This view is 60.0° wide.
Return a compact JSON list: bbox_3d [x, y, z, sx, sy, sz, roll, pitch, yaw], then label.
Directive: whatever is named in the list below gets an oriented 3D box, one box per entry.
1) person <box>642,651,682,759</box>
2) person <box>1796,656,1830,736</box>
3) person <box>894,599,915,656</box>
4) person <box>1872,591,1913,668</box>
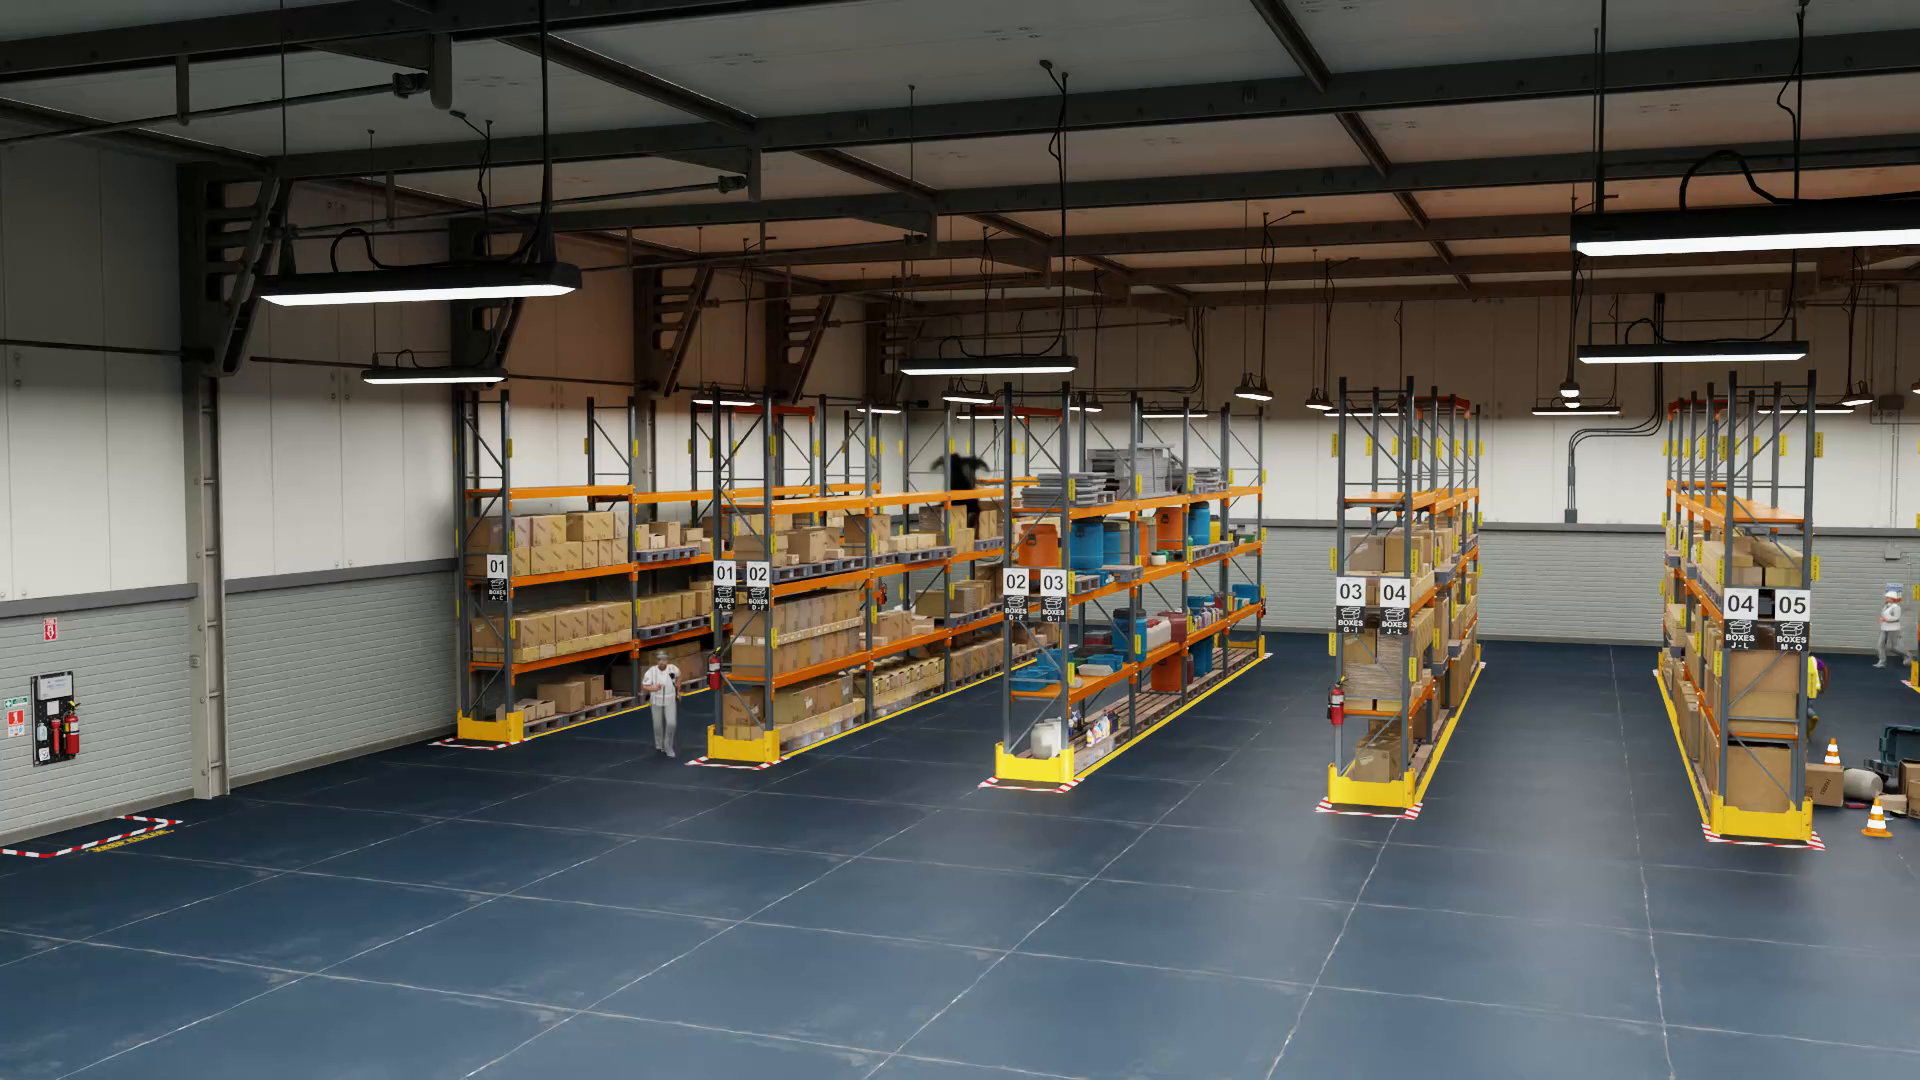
[{"bbox_3d":[-4.842,2.652,27.059,0.636,1.763,0.933,-1,3,-10],"label":"person"},{"bbox_3d":[14.800,2.630,29.045,0.722,1.568,0.960,0,3,7],"label":"person"},{"bbox_3d":[-1.226,2.075,37.843,0.715,1.720,0.643,0,3,9],"label":"person"},{"bbox_3d":[21.179,2.035,37.811,0.855,1.751,0.589,0,3,2],"label":"person"}]
